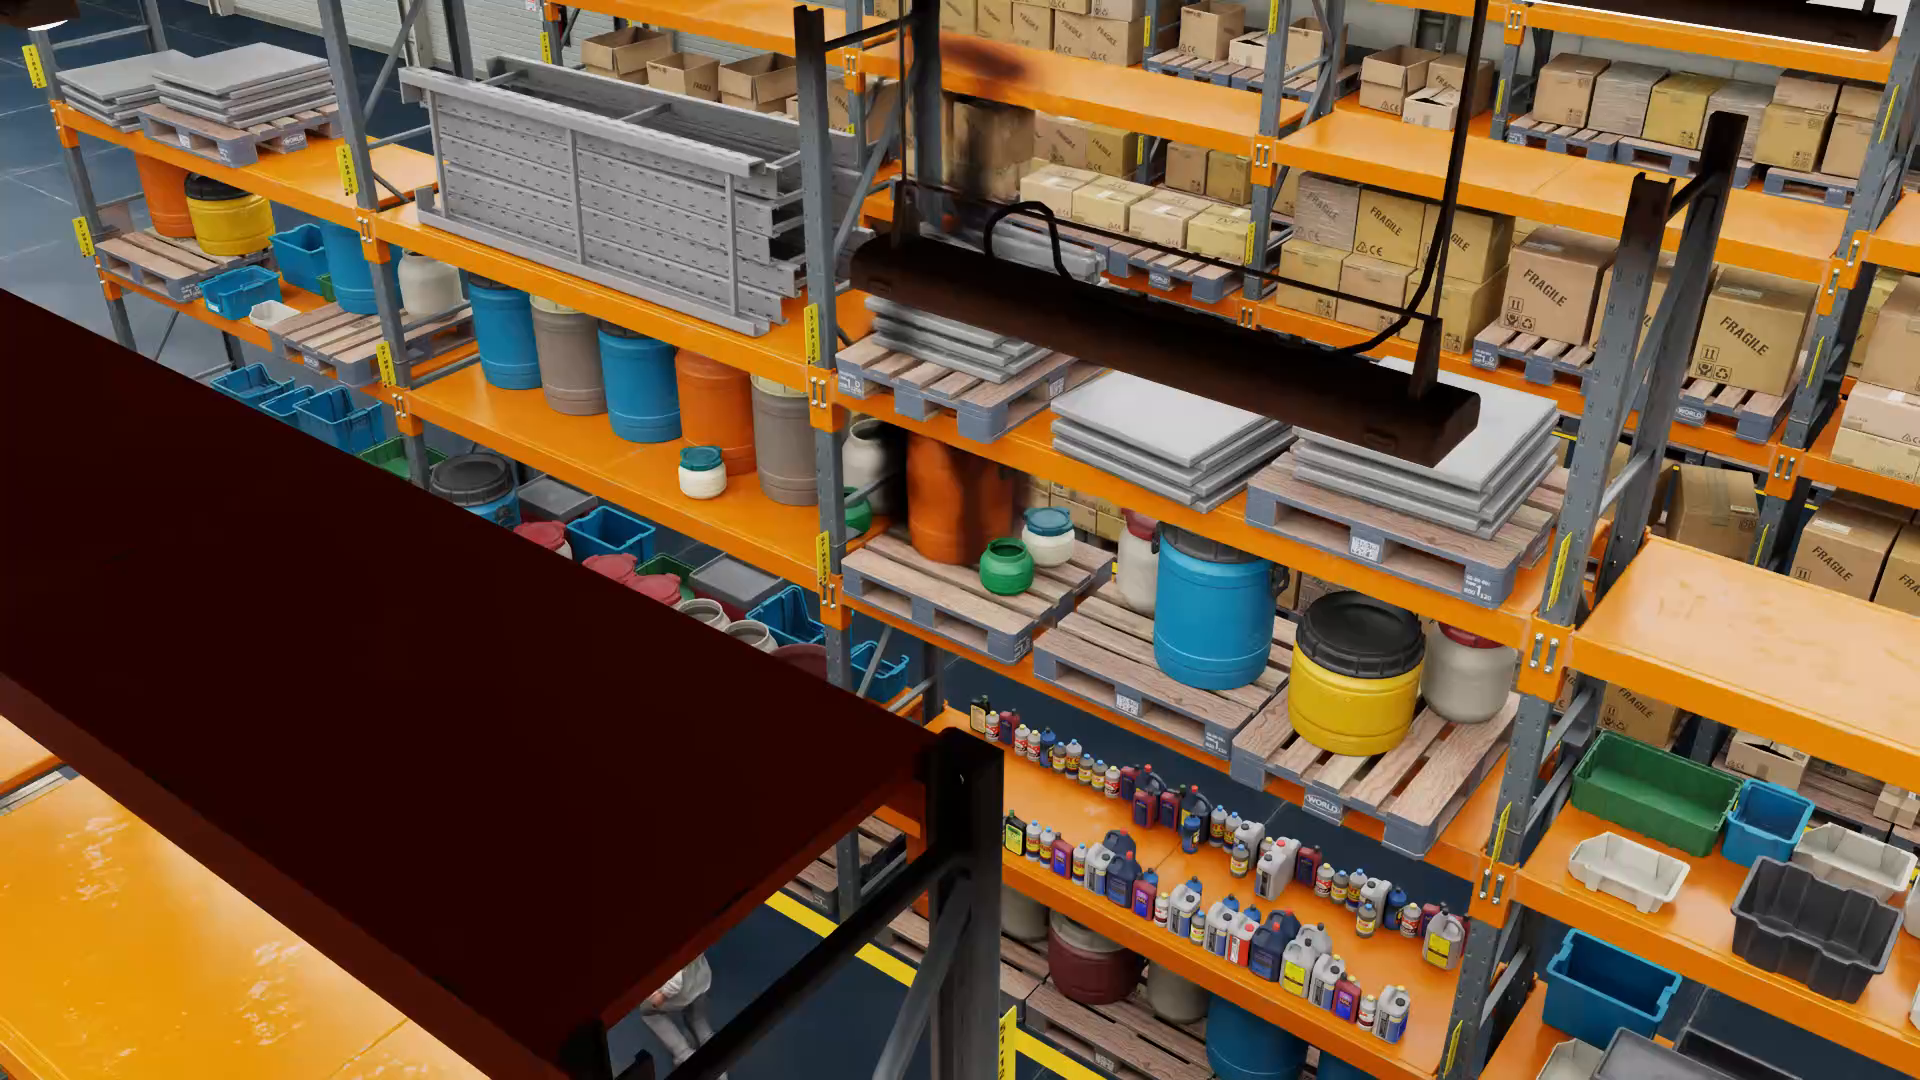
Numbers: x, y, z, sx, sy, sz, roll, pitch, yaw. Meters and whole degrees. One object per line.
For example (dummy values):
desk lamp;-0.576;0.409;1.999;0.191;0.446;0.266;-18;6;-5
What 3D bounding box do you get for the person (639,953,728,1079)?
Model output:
person;-1.633;2.550;9.582;0.595;1.565;0.517;20;37;29
